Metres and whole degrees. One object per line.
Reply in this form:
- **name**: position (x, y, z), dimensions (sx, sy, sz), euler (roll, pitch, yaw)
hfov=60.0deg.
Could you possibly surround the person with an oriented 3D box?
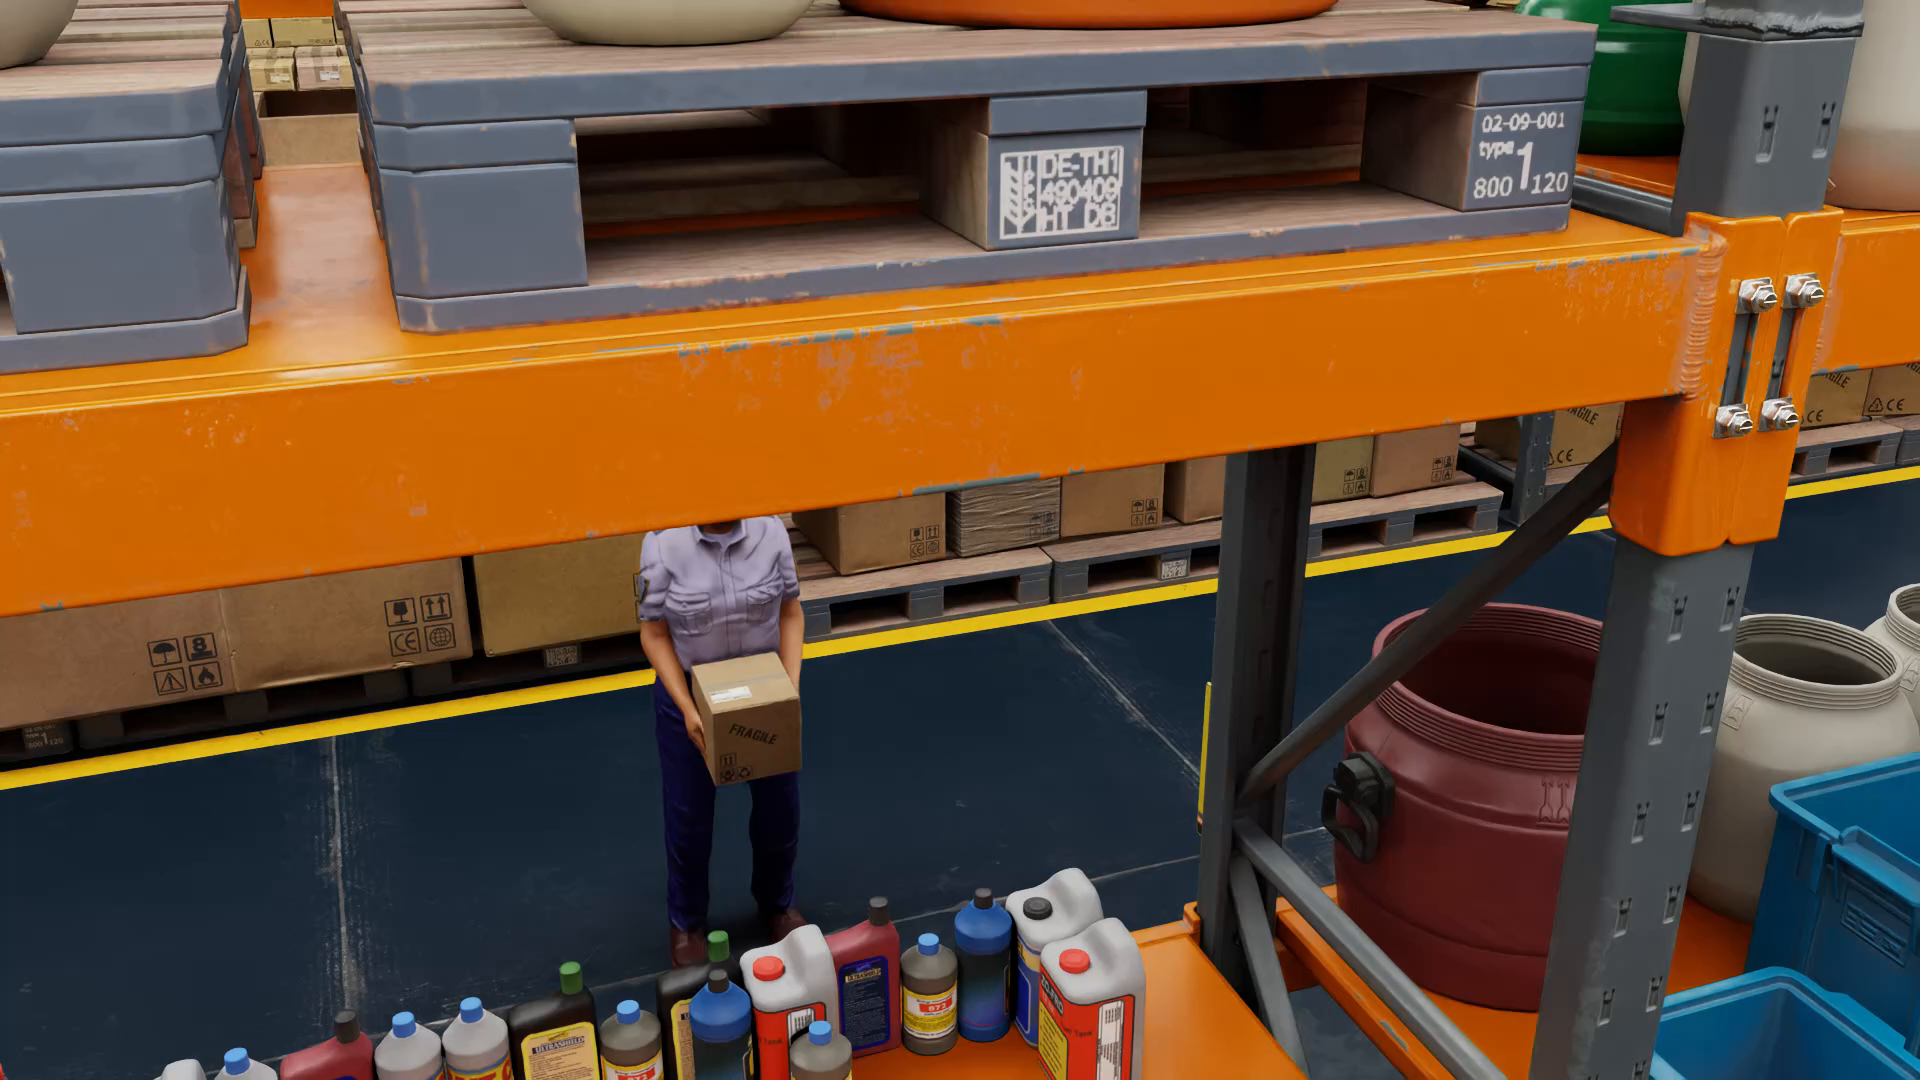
- **person**: position (-0.672, 0.507, 4.904), dimensions (0.487, 1.641, 0.476), euler (-8, 24, -19)
